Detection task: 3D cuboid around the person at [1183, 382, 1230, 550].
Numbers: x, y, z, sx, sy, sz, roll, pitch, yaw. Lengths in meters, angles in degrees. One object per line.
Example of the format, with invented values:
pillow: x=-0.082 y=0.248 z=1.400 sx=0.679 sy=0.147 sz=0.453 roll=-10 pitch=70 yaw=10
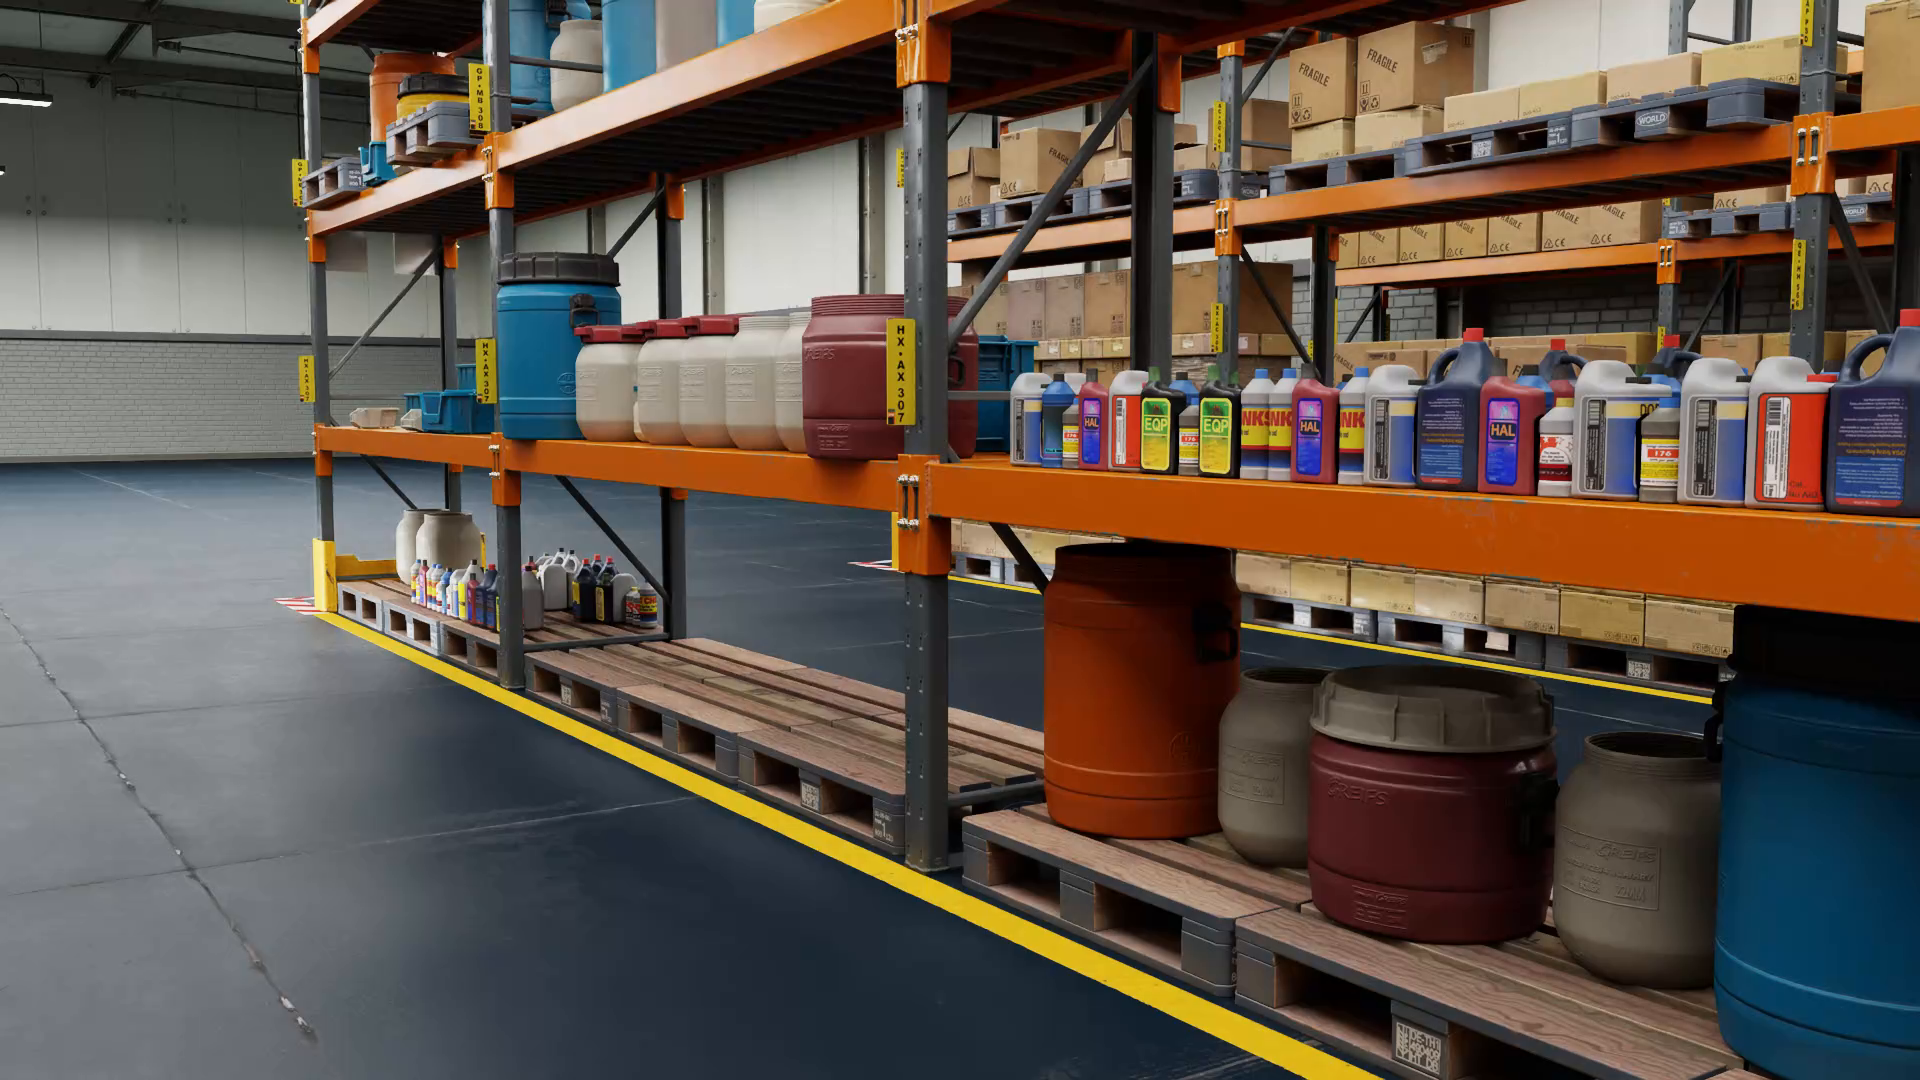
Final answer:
person: x=1.363 y=-0.047 z=8.974 sx=0.499 sy=1.576 sz=0.404 roll=-3 pitch=6 yaw=-33
